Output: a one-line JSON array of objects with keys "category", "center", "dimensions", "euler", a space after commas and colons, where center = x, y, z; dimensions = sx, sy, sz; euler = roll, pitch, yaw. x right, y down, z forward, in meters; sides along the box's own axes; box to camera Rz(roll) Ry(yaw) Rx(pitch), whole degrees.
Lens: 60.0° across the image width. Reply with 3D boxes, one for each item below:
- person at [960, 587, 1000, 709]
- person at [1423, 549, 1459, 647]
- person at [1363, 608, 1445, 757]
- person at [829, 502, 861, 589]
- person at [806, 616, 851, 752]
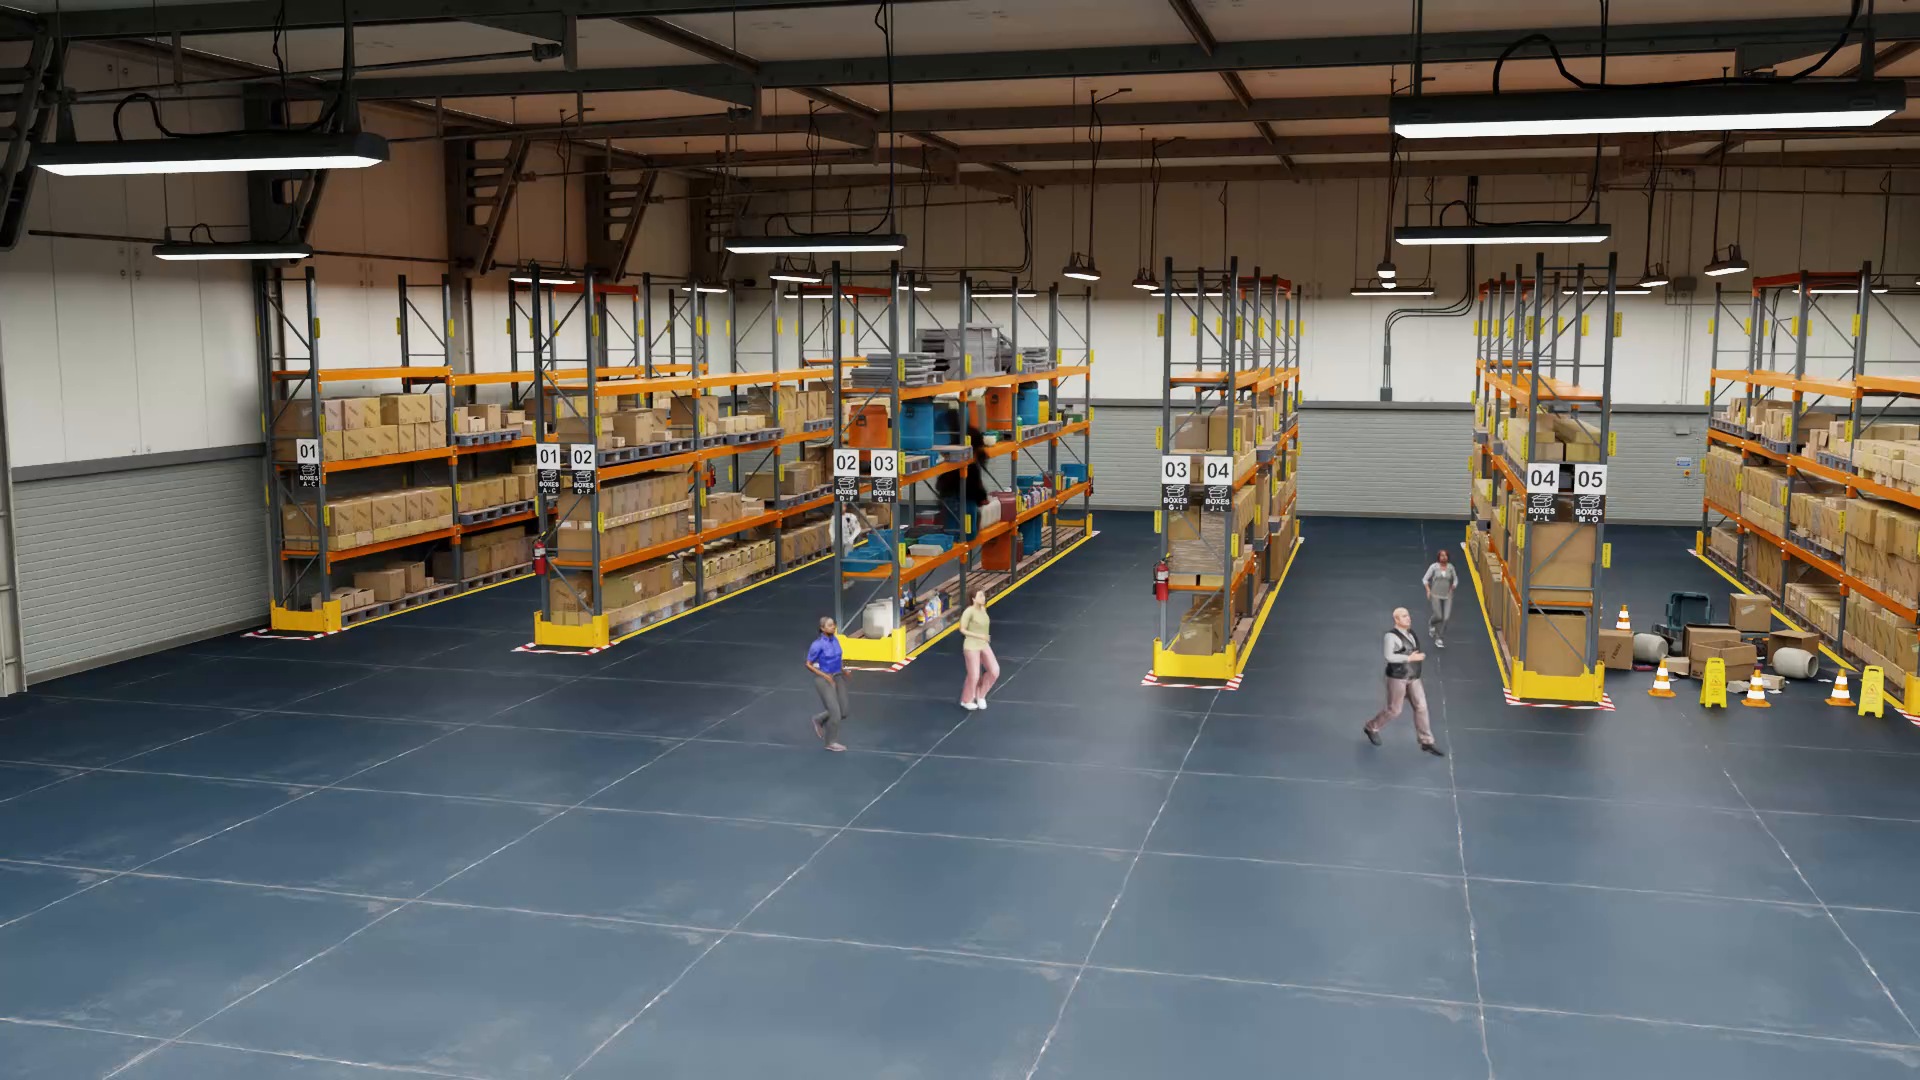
[{"category": "person", "center": [0.229, 1.424, 21.780], "dimensions": [0.562, 1.635, 0.616], "euler": [-7, 10, -43]}, {"category": "person", "center": [7.600, 0.914, 26.265], "dimensions": [0.536, 1.555, 0.544], "euler": [0, 7, 4]}, {"category": "person", "center": [5.273, 1.645, 19.652], "dimensions": [0.665, 1.692, 1.025], "euler": [-5, 9, -35]}, {"category": "person", "center": [-2.141, 0.067, 30.148], "dimensions": [0.532, 1.666, 0.501], "euler": [1, 7, 8]}, {"category": "person", "center": [-1.575, 1.704, 19.804], "dimensions": [0.531, 1.586, 0.575], "euler": [5, 9, 36]}]
